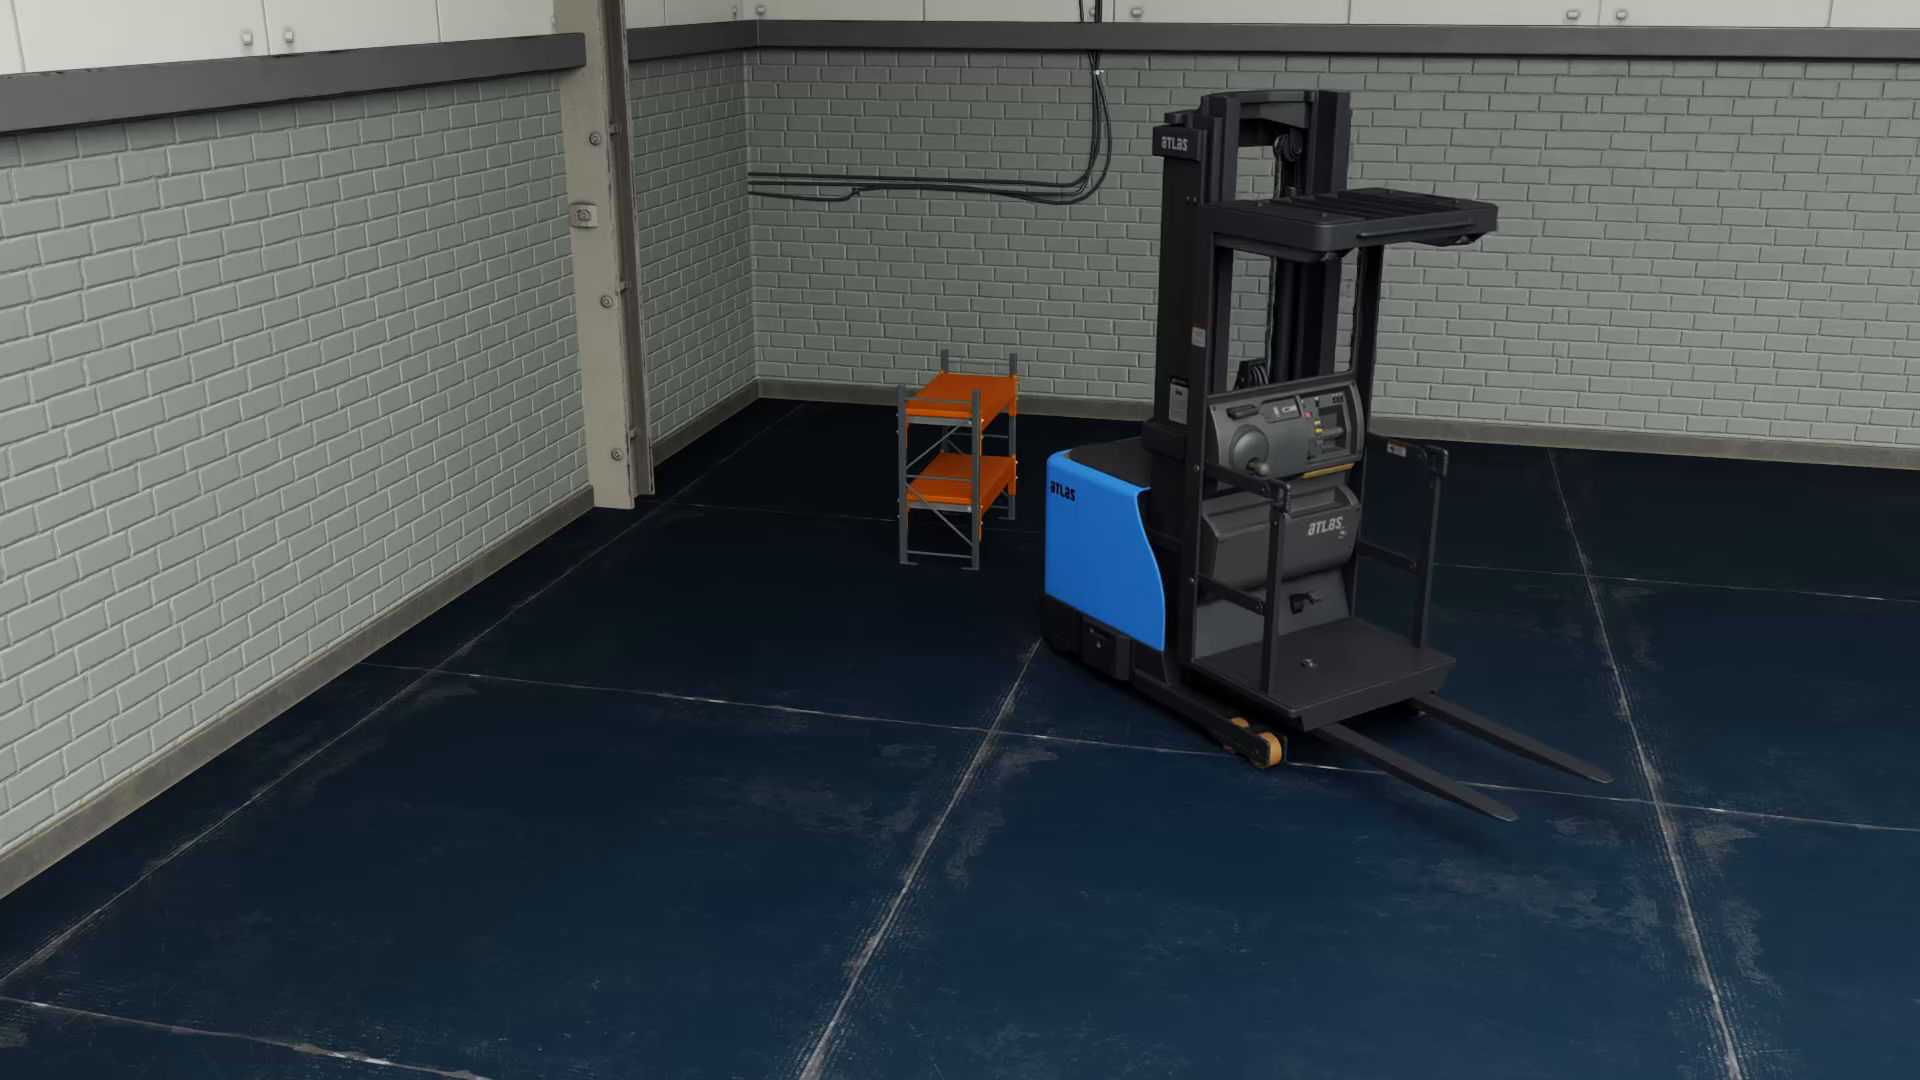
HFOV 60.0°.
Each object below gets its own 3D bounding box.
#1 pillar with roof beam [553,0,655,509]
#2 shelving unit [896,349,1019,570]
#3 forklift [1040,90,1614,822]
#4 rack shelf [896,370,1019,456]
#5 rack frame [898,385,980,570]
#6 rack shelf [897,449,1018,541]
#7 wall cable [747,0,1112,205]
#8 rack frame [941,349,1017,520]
[{"bbox_3d":[1.841,-4.201,9.065,9.100,9.000,0.400,5,19,13],"label":"pillar with roof beam"},{"bbox_3d":[-0.002,-0.530,10.500,0.538,1.125,1.048,5,19,13],"label":"shelving unit"},{"bbox_3d":[1.661,-0.513,7.656,1.130,2.935,3.031,-12,22,-31],"label":"forklift"},{"bbox_3d":[-0.002,-0.807,10.405,0.538,0.278,1.000,5,19,13],"label":"rack shelf"},{"bbox_3d":[-0.126,-0.371,10.033,0.500,1.125,0.032,5,19,13],"label":"rack frame"},{"bbox_3d":[-0.002,-0.299,10.579,0.538,0.278,1.000,5,19,13],"label":"rack shelf"},{"bbox_3d":[-0.332,-3.891,12.960,3.097,2.526,0.112,5,19,13],"label":"wall cable"},{"bbox_3d":[0.123,-0.690,10.966,0.500,1.125,0.032,5,19,13],"label":"rack frame"}]
